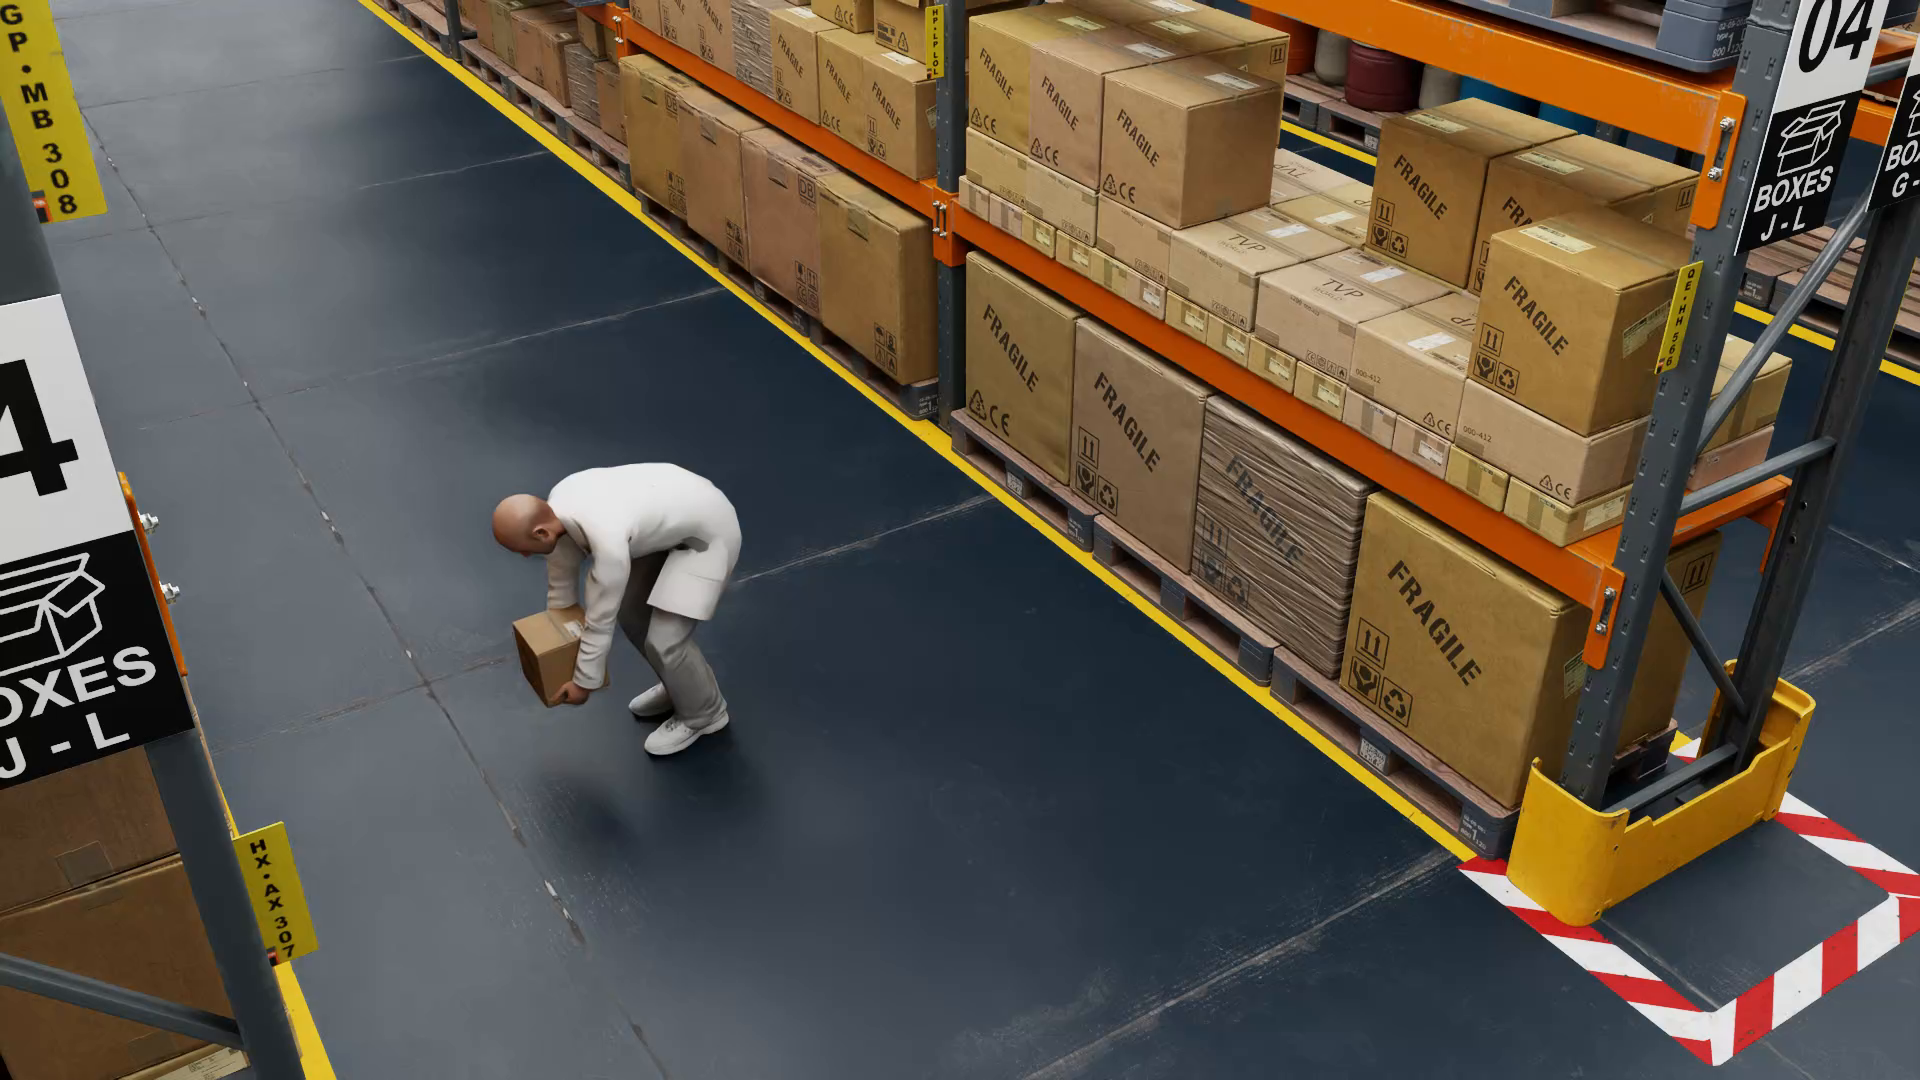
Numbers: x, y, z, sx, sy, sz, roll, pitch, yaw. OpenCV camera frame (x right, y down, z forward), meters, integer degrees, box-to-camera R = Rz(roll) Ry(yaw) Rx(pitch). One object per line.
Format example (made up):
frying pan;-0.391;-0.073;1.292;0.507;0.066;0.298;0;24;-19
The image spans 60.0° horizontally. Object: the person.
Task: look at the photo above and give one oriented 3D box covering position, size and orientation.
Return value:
person;-1.250;0.238;6.255;0.922;1.197;0.568;-21;38;-29
